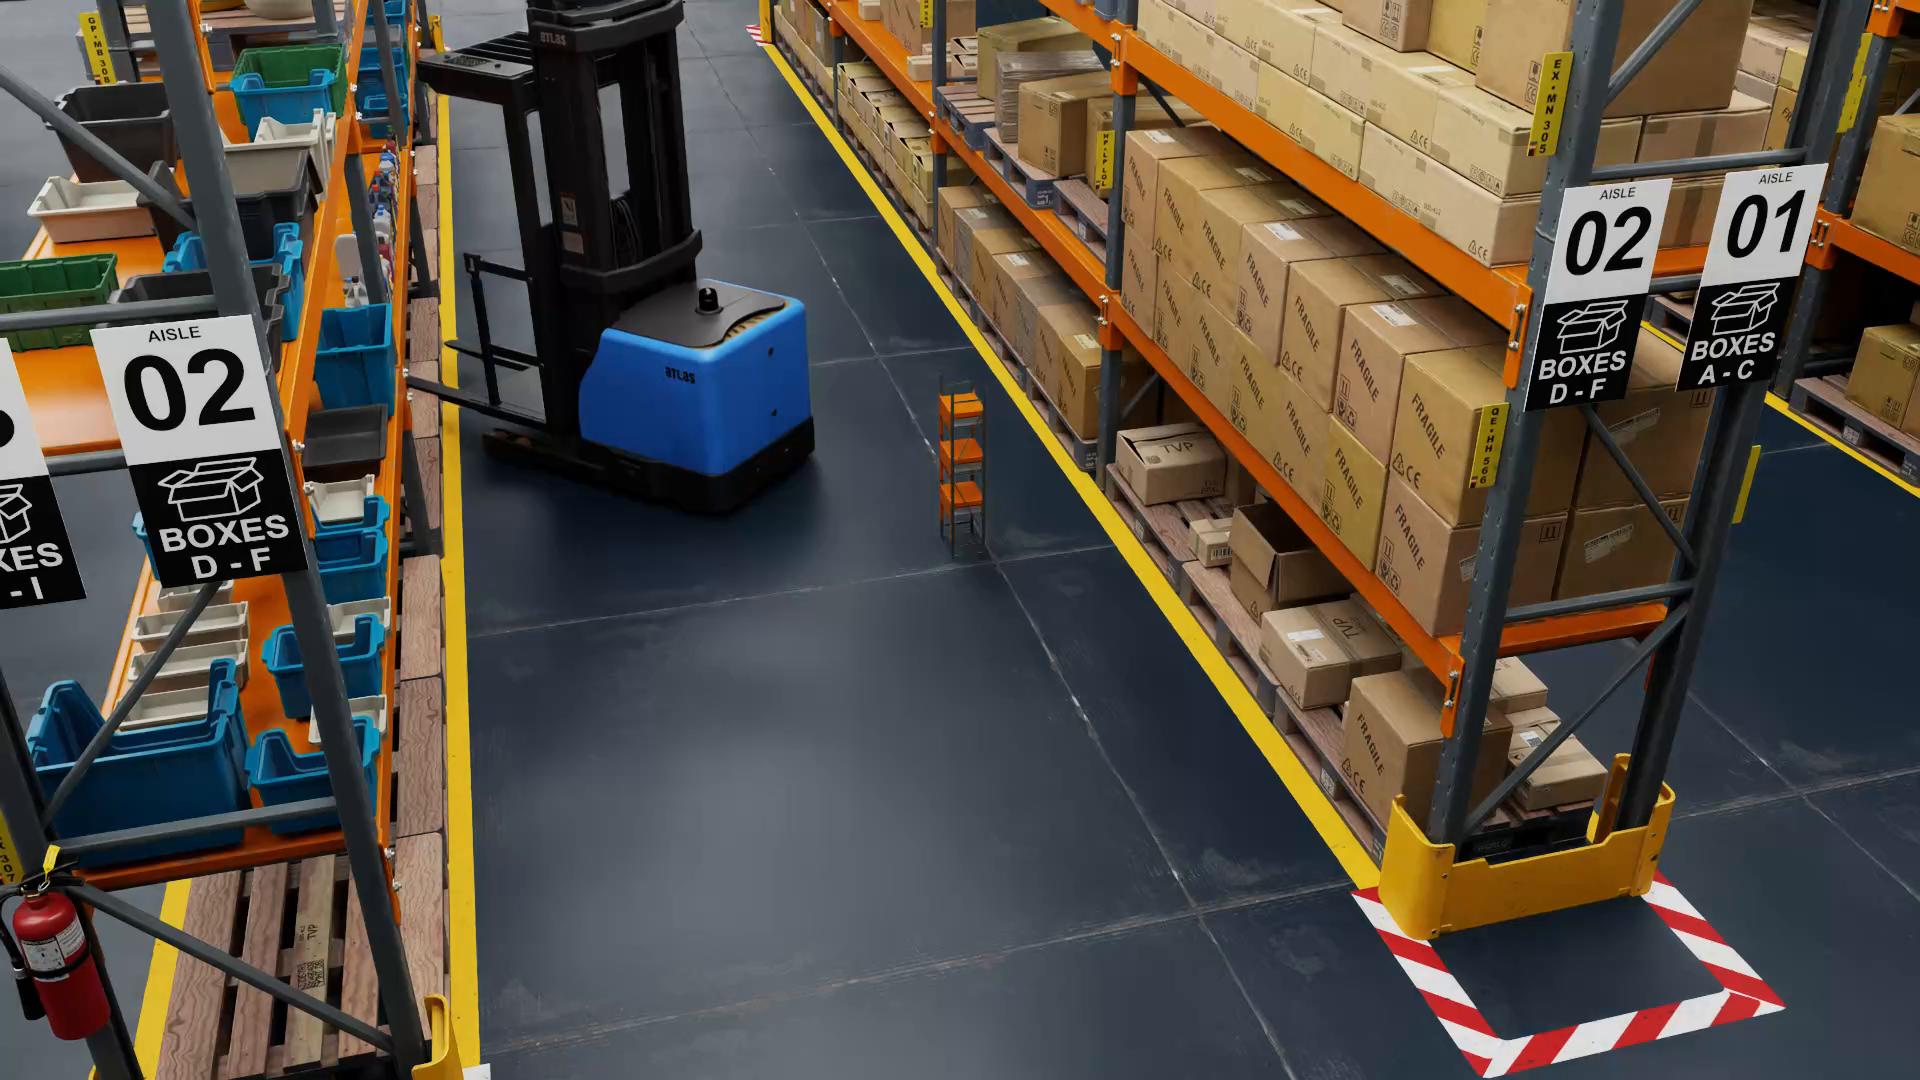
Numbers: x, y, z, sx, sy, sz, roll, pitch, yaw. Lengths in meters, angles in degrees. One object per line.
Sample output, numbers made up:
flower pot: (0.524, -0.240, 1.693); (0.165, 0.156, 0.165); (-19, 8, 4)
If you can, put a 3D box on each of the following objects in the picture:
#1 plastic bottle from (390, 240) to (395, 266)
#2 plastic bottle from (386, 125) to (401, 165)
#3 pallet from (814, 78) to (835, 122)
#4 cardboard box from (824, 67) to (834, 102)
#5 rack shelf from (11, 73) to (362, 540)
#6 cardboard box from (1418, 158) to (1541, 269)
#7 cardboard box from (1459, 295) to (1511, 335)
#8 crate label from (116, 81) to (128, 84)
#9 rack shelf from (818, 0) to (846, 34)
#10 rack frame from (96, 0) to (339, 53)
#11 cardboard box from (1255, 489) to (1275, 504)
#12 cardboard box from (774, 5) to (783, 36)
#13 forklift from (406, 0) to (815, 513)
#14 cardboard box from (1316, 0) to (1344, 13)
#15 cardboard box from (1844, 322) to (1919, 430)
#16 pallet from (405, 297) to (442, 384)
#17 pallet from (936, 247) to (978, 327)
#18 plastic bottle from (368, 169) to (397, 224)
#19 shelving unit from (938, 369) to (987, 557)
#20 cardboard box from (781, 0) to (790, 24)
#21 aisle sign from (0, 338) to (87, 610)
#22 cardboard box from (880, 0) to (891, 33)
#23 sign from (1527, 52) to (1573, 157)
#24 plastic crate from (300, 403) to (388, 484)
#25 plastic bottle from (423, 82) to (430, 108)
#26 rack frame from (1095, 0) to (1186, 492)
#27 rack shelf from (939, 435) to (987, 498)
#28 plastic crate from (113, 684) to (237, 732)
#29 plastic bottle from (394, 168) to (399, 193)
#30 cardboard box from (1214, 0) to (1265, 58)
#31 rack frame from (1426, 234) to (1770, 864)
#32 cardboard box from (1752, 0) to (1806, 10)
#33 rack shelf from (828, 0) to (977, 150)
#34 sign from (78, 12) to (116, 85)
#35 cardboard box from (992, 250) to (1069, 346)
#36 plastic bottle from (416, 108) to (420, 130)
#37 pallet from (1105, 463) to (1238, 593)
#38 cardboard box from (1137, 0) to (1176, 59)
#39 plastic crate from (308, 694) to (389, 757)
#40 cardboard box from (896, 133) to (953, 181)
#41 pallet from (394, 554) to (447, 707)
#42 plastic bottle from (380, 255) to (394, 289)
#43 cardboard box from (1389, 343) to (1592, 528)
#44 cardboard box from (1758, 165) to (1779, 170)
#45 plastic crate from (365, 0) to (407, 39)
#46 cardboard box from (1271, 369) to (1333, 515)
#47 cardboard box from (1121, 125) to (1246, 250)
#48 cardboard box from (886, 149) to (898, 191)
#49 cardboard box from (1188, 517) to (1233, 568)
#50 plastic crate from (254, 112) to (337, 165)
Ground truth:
plastic bottle: (-3.441, -1.726, 9.937); (0.097, 0.201, 0.097); (0, 30, 0)
plastic bottle: (-3.979, -2.774, 11.665); (0.061, 0.283, 0.133); (-8, 31, -13)
pallet: (-0.953, -4.735, 17.719); (1.003, 0.211, 1.213); (-8, 31, -13)
cardboard box: (-1.116, -4.739, 17.268); (0.500, 0.250, 0.500); (-8, 31, -13)
rack shelf: (-2.905, -1.052, 6.297); (1.077, 0.370, 4.000); (-8, 31, -13)
cardboard box: (2.012, -1.203, 5.989); (0.500, 0.250, 0.500); (-8, 31, -13)
cardboard box: (2.393, -0.733, 6.924); (0.500, 0.500, 0.500); (-8, 31, -13)
crate label: (-3.584, -1.941, 7.377); (0.293, 0.136, 0.466); (-8, 31, -13)
rack shelf: (-1.313, -6.207, 18.197); (1.077, 0.370, 4.000); (-8, 31, -13)
rack frame: (-3.436, -3.628, 7.035); (1.000, 3.000, 0.127); (-8, 31, -13)
cardboard box: (1.965, -0.115, 9.200); (0.500, 0.311, 0.500); (-8, 31, -13)
cardboard box: (-1.916, -6.187, 19.770); (0.500, 0.250, 0.500); (-8, 31, -13)
forklift: (-2.462, -1.963, 10.215); (3.031, 2.935, 1.130); (16, 34, 26)
cardboard box: (1.921, -2.510, 7.000); (0.700, 0.500, 0.500); (-8, 31, -13)
cardboard box: (6.216, -1.074, 10.687); (0.700, 0.500, 0.500); (-7, 31, -13)
pallet: (-4.248, -1.381, 11.925); (1.003, 0.211, 1.213); (-8, 31, -13)
pallet: (0.441, -2.048, 13.077); (1.003, 0.211, 1.213); (-8, 31, -13)
plastic bottle: (-3.673, -2.169, 10.552); (0.144, 0.351, 0.185); (-8, 31, -13)
shelving unit: (0.014, -0.429, 9.442); (0.215, 1.050, 0.252); (-8, 31, -13)
cardboard box: (-1.782, -6.270, 19.166); (0.500, 0.500, 0.500); (-8, 31, -13)
aisle sign: (-2.637, -0.151, 4.421); (0.394, 0.787, 0.004); (-8, 31, -13)
cardboard box: (-0.454, -4.968, 15.239); (0.500, 0.500, 0.500); (-6, 31, -10)
sign: (1.862, -1.374, 5.251); (0.100, 0.325, 0.005); (-8, 31, -13)
plastic crate: (-2.880, -0.433, 7.719); (0.437, 0.125, 0.590); (-8, 31, -13)
plastic bottle: (-5.427, -4.531, 16.857); (0.061, 0.283, 0.133); (-6, 31, -11)
rack frame: (1.341, -1.688, 9.672); (1.000, 3.000, 0.127); (-8, 31, -13)
rack shelf: (0.014, -0.419, 9.448); (0.215, 0.259, 0.240); (-8, 31, -13)
plastic crate: (-2.765, 0.619, 5.890); (0.396, 0.136, 0.243); (-8, 31, -13)
plastic bottle: (-3.827, -2.428, 11.149); (0.097, 0.201, 0.097); (0, 30, 0)
cardboard box: (1.486, -2.386, 7.534); (0.500, 0.250, 0.500); (-8, 31, -13)
rack frame: (2.403, 0.244, 6.335); (1.000, 3.000, 0.127); (-8, 31, -13)
cardboard box: (5.828, -3.856, 12.253); (0.500, 0.250, 0.500); (-9, 31, -14)
rack shelf: (-0.252, -4.275, 14.859); (1.077, 0.370, 4.000); (-8, 31, -13)
sign: (-3.967, -2.261, 7.659); (0.100, 0.325, 0.005); (-8, 31, -13)
cardboard box: (0.541, -1.724, 11.791); (0.500, 0.500, 0.500); (-9, 31, -15)
plastic bottle: (-5.221, -4.117, 16.153); (0.097, 0.271, 0.097); (0, 30, 0)
pallet: (1.522, -0.149, 9.798); (1.003, 0.211, 1.213); (-8, 31, -13)
cardboard box: (1.232, -2.654, 8.496); (0.500, 0.250, 0.500); (-8, 31, -13)
plastic crate: (-2.127, 0.660, 5.819); (0.250, 0.136, 0.298); (-8, 31, -13)
cardboard box: (-0.241, -3.325, 14.266); (0.500, 0.311, 0.500); (-8, 31, -14)
pallet: (-3.203, 0.525, 8.631); (1.003, 0.211, 1.213); (-8, 31, -13)
plastic bottle: (-3.344, -1.550, 9.632); (0.097, 0.201, 0.097); (0, 30, 0)
cardboard box: (2.019, -0.411, 6.367); (0.500, 0.500, 0.500); (-8, 31, -14)
cardboard box: (5.664, -2.493, 11.293); (0.380, 0.149, 0.250); (-7, 31, -12)
plastic crate: (-4.966, -4.397, 14.368); (0.392, 0.384, 0.575); (-8, 31, -13)
cardboard box: (1.753, -0.471, 7.470); (0.500, 0.500, 0.500); (-8, 31, -13)
cardboard box: (1.195, -1.899, 8.939); (0.500, 0.500, 0.500); (-7, 31, -12)
cardboard box: (-0.366, -3.325, 14.826); (0.500, 0.250, 0.500); (-7, 31, -12)
cardboard box: (1.483, -0.004, 9.152); (0.380, 0.166, 0.250); (-8, 31, -13)
plastic crate: (-2.731, -1.652, 6.878); (0.293, 0.136, 0.466); (-8, 31, -13)
